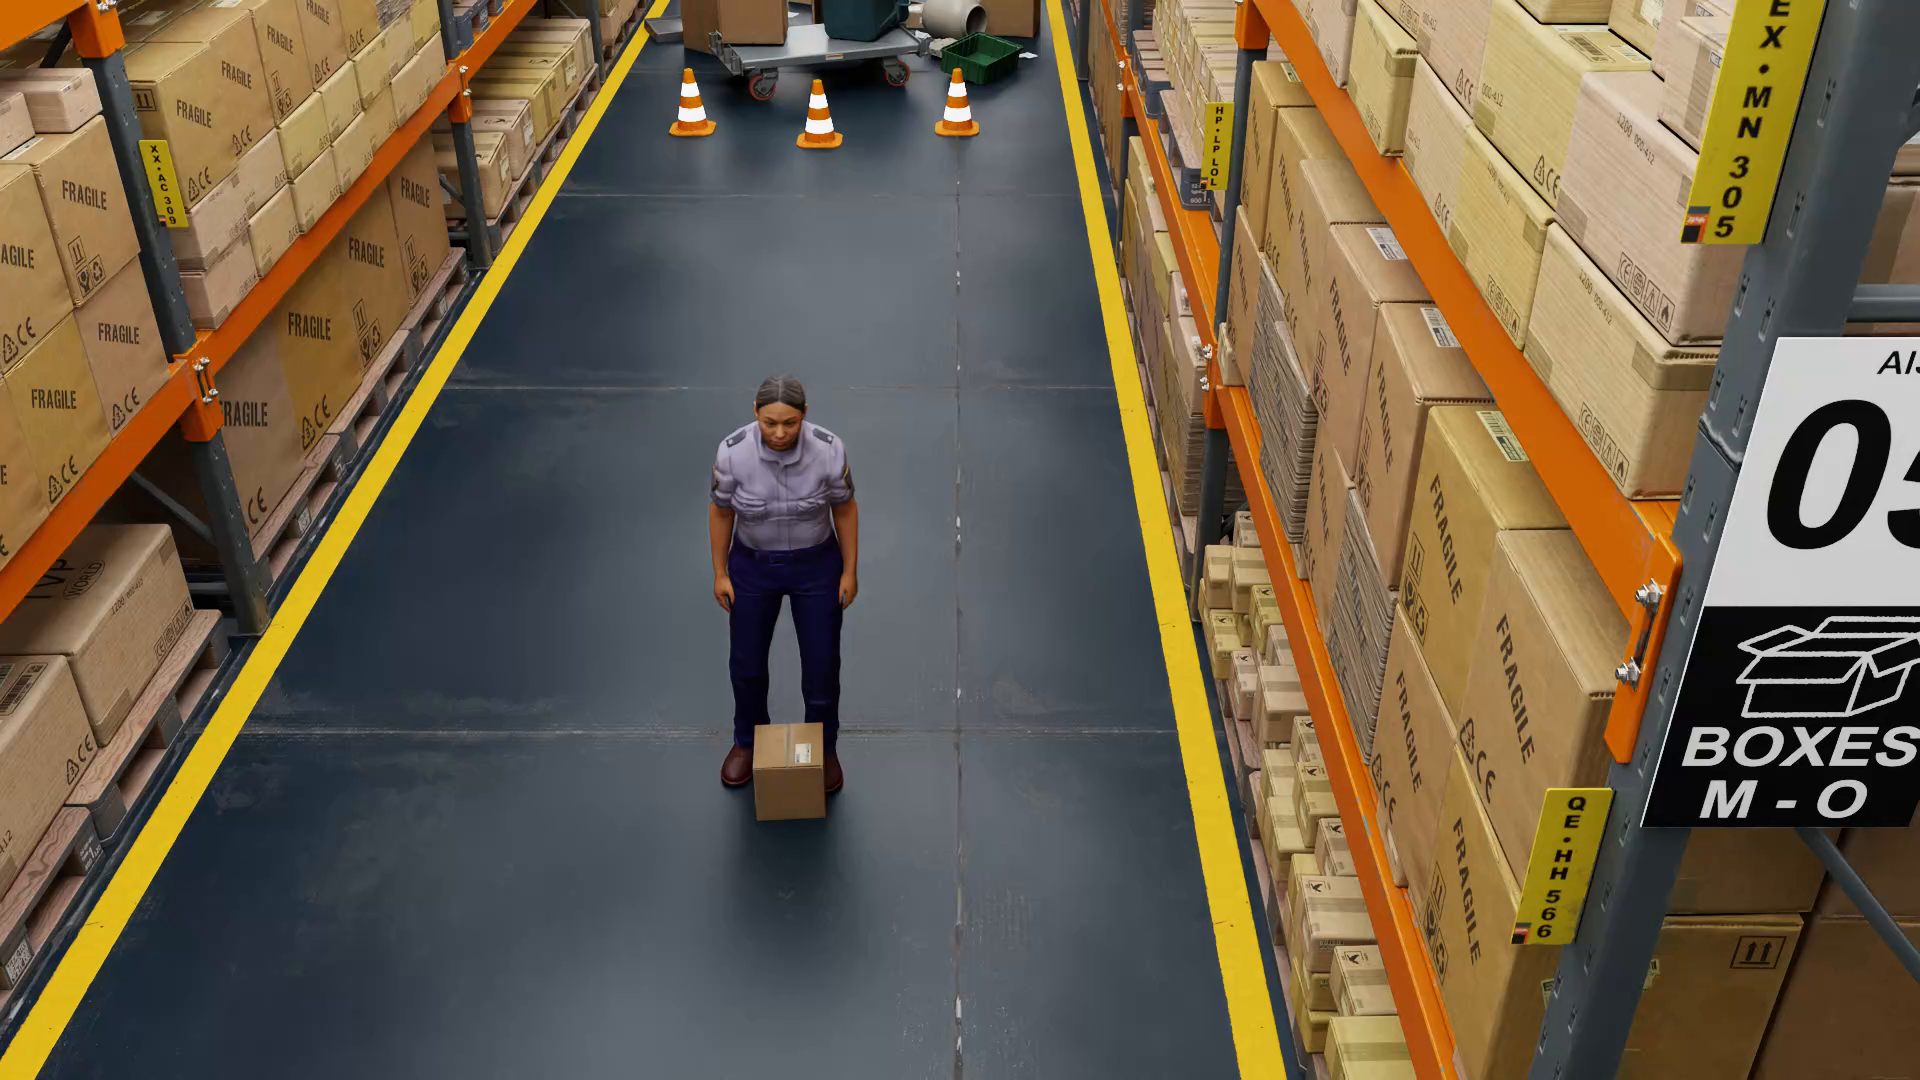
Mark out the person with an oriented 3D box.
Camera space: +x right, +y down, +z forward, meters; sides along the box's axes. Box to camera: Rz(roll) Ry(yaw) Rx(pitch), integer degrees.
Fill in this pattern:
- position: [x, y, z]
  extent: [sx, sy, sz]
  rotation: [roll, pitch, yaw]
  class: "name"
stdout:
- position: [-0.630, 0.143, 5.912]
  extent: [0.551, 1.650, 0.425]
  rotation: [-2, 32, -3]
  class: "person"
